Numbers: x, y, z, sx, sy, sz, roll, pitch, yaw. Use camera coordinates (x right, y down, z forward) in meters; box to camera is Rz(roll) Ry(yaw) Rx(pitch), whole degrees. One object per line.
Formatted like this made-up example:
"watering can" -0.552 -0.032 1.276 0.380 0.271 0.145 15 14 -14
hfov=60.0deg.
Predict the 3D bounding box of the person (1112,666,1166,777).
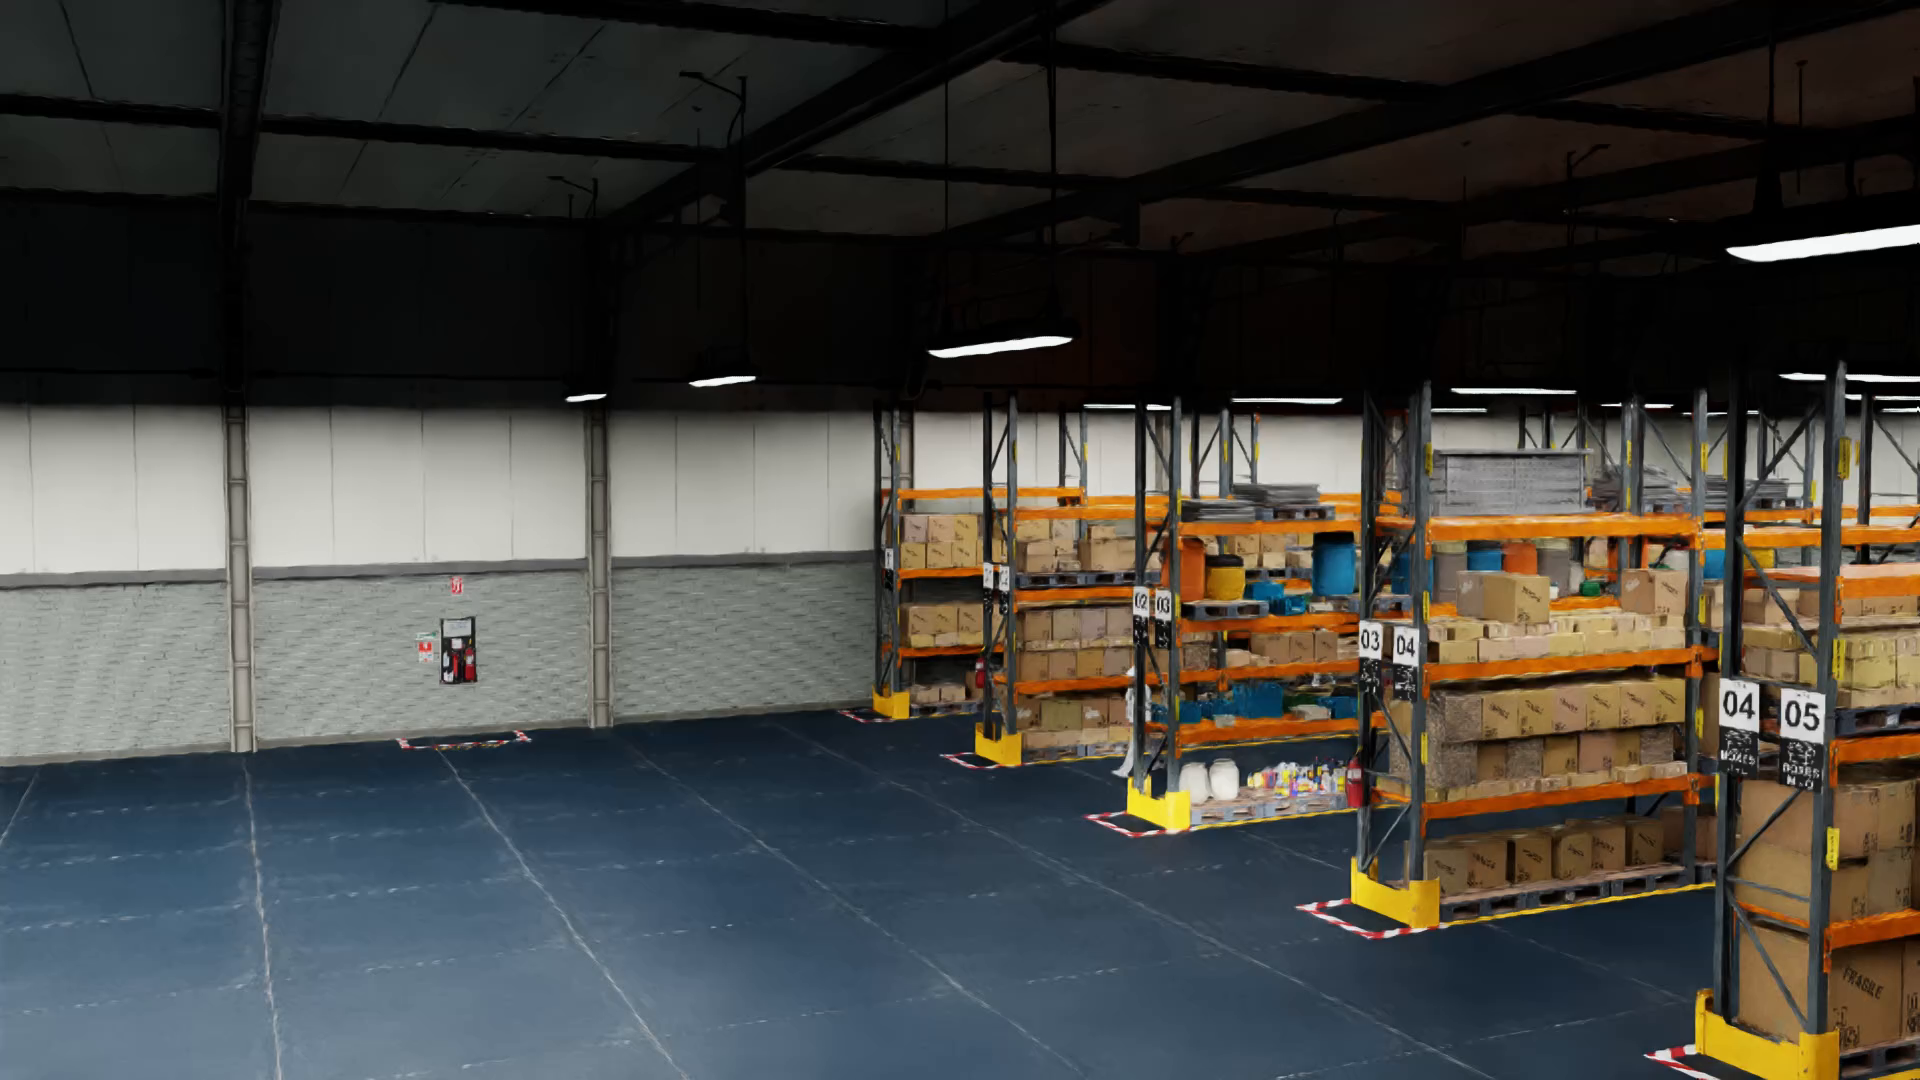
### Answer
"person" 2.753 2.792 25.873 1.106 1.695 0.546 -2 4 -26

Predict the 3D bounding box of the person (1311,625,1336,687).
"person" 7.191 2.348 33.365 1.114 1.704 0.557 -2 4 -26

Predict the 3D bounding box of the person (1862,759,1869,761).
"person" 10.589 3.221 19.263 0.998 1.625 0.500 -2 4 -26
